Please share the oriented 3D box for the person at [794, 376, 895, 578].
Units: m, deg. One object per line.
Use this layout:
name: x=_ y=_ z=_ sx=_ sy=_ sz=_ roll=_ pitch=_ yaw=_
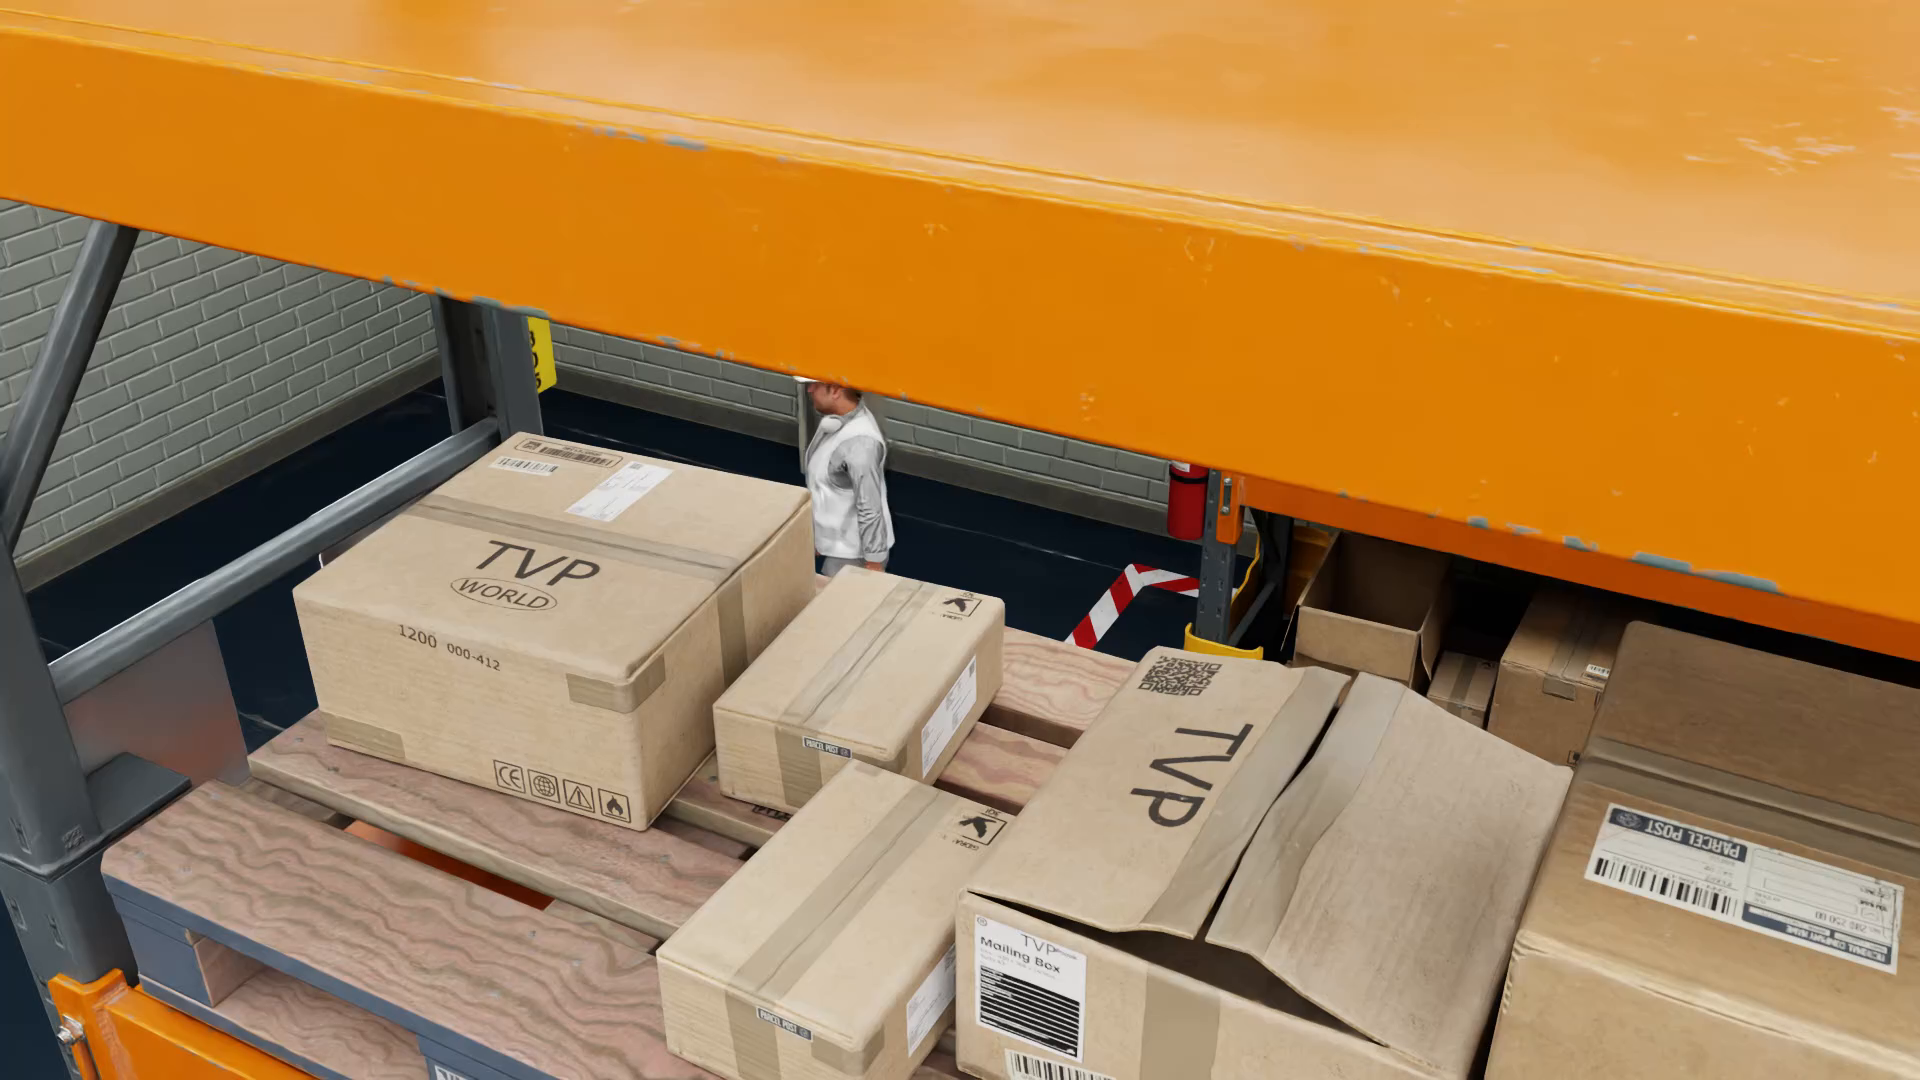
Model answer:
person: x=-0.533 y=-0.001 z=7.085 sx=0.788 sy=1.749 sz=0.567 roll=-5 pitch=30 yaw=-9
